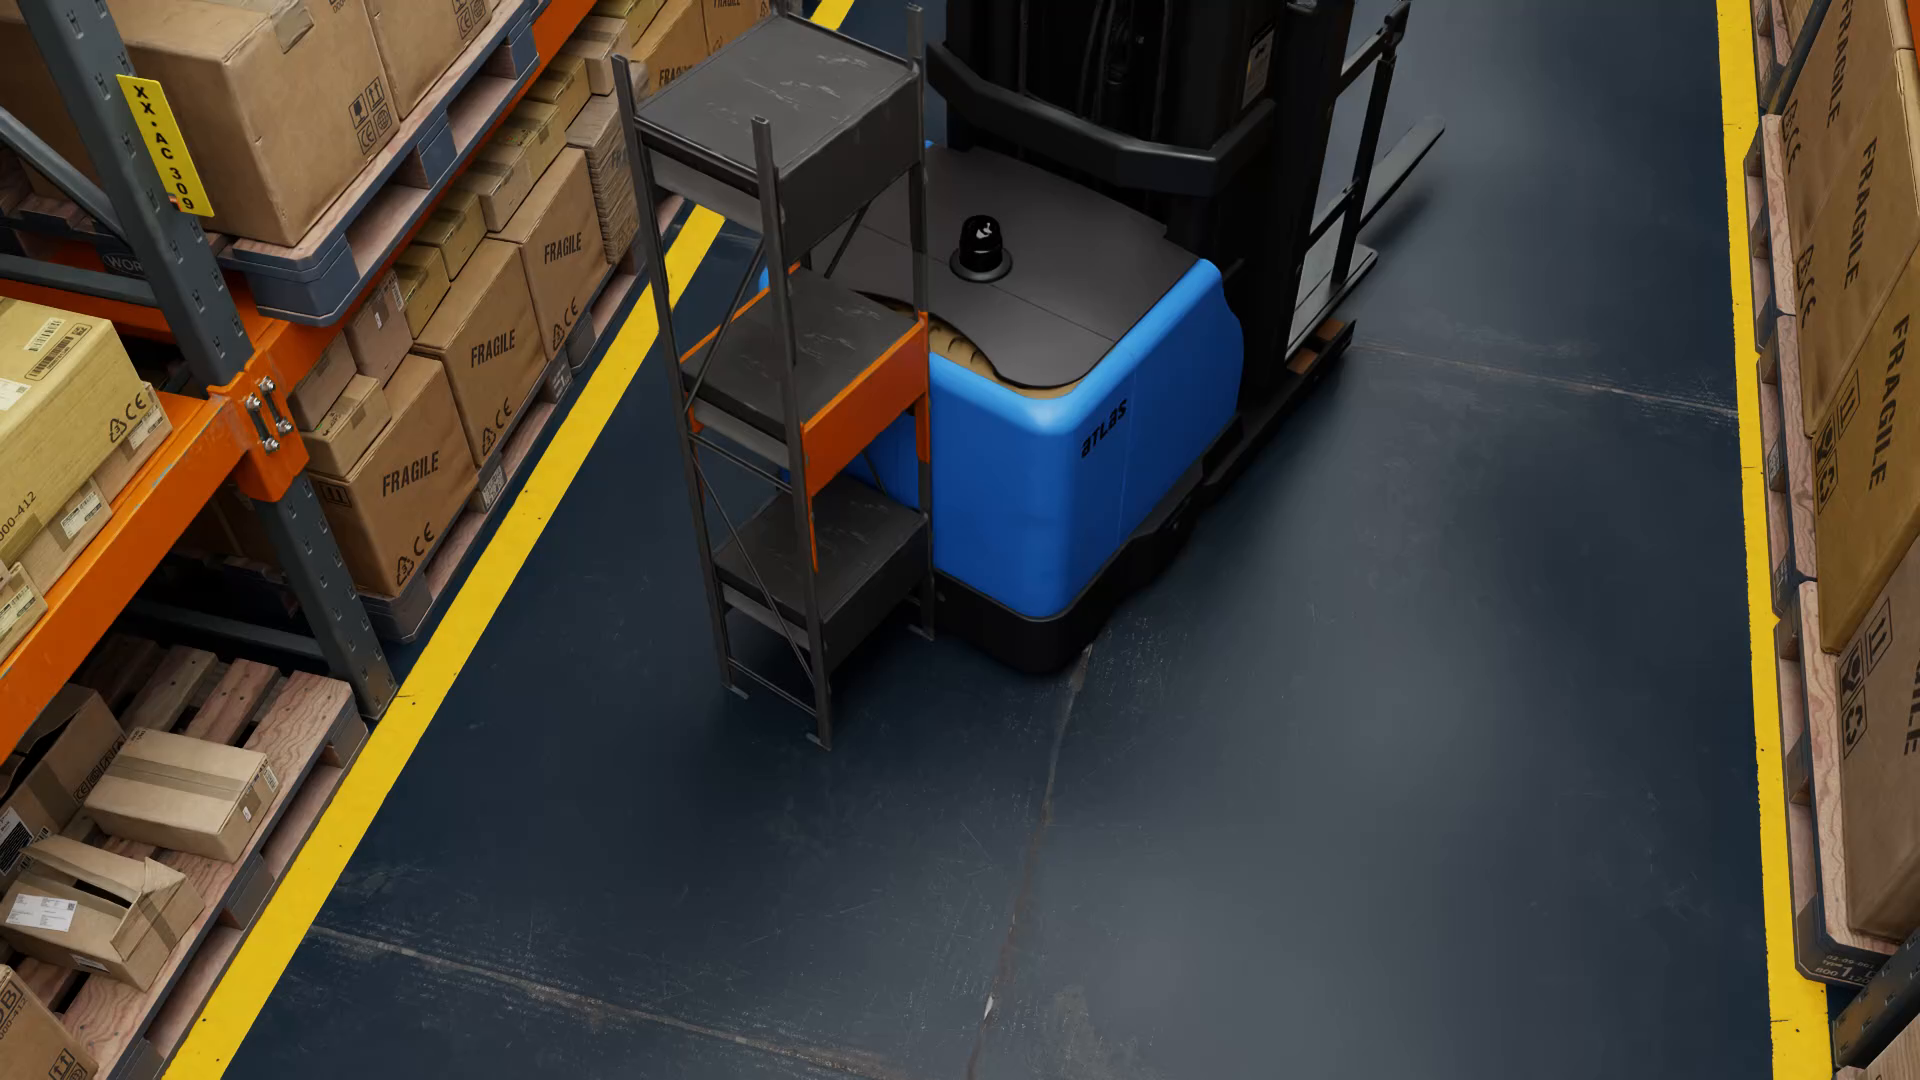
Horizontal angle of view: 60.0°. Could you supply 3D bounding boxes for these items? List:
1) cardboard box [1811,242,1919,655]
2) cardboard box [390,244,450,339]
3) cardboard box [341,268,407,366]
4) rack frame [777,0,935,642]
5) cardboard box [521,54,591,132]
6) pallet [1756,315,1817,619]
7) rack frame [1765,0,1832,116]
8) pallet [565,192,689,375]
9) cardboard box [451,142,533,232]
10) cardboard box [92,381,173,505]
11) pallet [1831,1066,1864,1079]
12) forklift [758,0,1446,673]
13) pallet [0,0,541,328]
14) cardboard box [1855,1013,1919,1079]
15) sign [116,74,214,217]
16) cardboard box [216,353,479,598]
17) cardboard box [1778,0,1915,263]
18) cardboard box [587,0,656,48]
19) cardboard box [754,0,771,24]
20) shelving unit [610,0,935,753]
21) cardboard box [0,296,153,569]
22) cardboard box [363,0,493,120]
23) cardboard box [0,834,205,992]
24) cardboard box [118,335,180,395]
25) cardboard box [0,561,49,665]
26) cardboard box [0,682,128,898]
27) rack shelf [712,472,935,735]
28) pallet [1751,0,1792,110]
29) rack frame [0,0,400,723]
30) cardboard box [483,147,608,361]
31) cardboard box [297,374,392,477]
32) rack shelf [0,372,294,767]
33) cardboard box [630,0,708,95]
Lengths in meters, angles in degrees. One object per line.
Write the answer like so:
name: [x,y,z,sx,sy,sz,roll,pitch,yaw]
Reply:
cardboard box: [2.968,-0.189,4.553,0.875,0.875,0.875,13,50,11]
cardboard box: [-1.732,-0.747,4.864,0.380,0.149,0.250,9,49,8]
cardboard box: [-1.764,-0.640,4.570,0.380,0.149,0.250,9,49,8]
rack frame: [-0.242,-0.479,4.273,0.400,2.100,0.015,28,54,23]
cardboard box: [-1.460,-1.502,5.529,0.380,0.149,0.250,12,50,10]
pallet: [3.102,-0.169,5.259,1.003,0.211,1.213,12,50,10]
rack frame: [3.705,-2.527,5.480,1.000,3.000,0.127,12,50,10]
pallet: [-1.641,-1.169,6.141,1.003,0.211,1.213,12,50,10]
cardboard box: [-1.571,-1.122,5.194,0.380,0.149,0.250,11,50,10]
cardboard box: [-1.978,-0.247,3.635,0.380,0.149,0.250,12,50,11]
pallet: [2.376,1.824,3.500,1.003,0.211,1.213,12,50,10]
forklift: [0.707,-1.656,4.756,1.130,2.935,3.031,28,54,23]
pallet: [-1.822,-1.103,4.351,1.003,0.211,1.213,12,50,10]
cardboard box: [2.383,1.508,3.347,0.875,0.438,0.875,11,49,9]
sign: [-1.612,-0.795,3.374,0.100,0.325,0.005,12,50,10]
cardboard box: [-1.793,-0.228,4.838,0.500,0.500,0.500,14,50,12]
cardboard box: [3.443,-1.480,5.692,0.875,0.875,0.875,11,50,10]
cardboard box: [-1.303,-1.875,5.859,0.380,0.149,0.250,11,49,9]
cardboard box: [-0.989,-2.467,6.814,0.500,0.500,0.500,13,50,11]
shelving unit: [-0.385,-0.331,4.142,0.431,2.100,0.503,28,54,23]
cardboard box: [-2.036,-0.243,3.365,0.500,0.250,0.500,13,50,11]
cardboard box: [-1.658,-1.463,4.194,0.700,0.500,0.500,12,50,10]
cardboard box: [-2.095,0.874,4.021,0.396,0.266,0.258,13,50,11]
cardboard box: [-2.319,-0.460,4.610,0.380,0.149,0.250,10,49,9]
cardboard box: [-2.071,0.138,3.295,0.380,0.149,0.250,13,50,11]
cardboard box: [-2.539,0.571,4.258,0.500,0.311,0.500,13,50,11]
rack shelf: [-0.385,0.141,4.677,0.431,0.518,0.480,28,54,23]
pallet: [3.912,-2.169,7.024,1.003,0.211,1.213,12,50,10]
rack frame: [-2.138,-0.611,3.788,1.000,3.000,0.127,12,50,10]
cardboard box: [-1.527,-0.975,5.497,0.500,0.500,0.500,10,49,9]
cardboard box: [-1.786,-0.344,4.507,0.380,0.149,0.250,14,50,12]
rack shelf: [-2.664,1.074,2.781,1.077,0.370,4.000,12,50,10]
cardboard box: [-1.266,-1.728,6.162,0.500,0.500,0.500,14,50,12]
